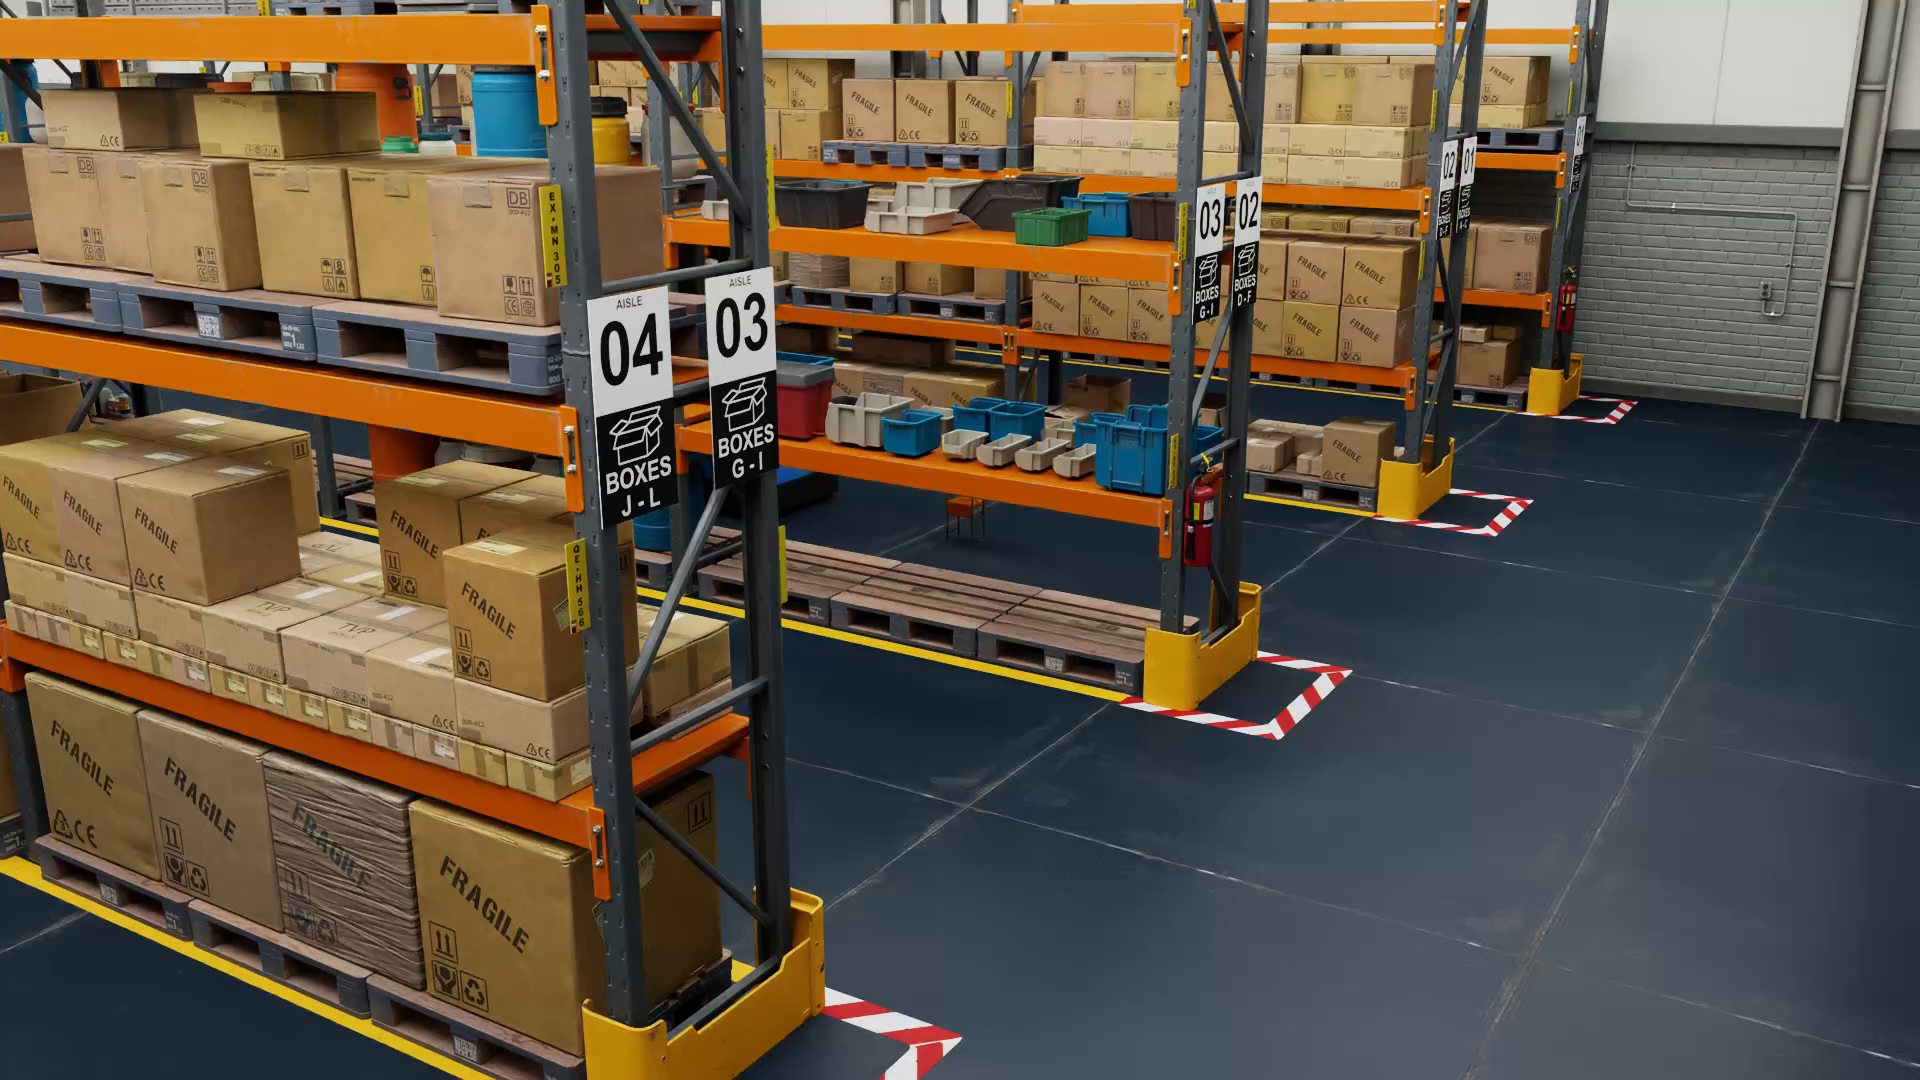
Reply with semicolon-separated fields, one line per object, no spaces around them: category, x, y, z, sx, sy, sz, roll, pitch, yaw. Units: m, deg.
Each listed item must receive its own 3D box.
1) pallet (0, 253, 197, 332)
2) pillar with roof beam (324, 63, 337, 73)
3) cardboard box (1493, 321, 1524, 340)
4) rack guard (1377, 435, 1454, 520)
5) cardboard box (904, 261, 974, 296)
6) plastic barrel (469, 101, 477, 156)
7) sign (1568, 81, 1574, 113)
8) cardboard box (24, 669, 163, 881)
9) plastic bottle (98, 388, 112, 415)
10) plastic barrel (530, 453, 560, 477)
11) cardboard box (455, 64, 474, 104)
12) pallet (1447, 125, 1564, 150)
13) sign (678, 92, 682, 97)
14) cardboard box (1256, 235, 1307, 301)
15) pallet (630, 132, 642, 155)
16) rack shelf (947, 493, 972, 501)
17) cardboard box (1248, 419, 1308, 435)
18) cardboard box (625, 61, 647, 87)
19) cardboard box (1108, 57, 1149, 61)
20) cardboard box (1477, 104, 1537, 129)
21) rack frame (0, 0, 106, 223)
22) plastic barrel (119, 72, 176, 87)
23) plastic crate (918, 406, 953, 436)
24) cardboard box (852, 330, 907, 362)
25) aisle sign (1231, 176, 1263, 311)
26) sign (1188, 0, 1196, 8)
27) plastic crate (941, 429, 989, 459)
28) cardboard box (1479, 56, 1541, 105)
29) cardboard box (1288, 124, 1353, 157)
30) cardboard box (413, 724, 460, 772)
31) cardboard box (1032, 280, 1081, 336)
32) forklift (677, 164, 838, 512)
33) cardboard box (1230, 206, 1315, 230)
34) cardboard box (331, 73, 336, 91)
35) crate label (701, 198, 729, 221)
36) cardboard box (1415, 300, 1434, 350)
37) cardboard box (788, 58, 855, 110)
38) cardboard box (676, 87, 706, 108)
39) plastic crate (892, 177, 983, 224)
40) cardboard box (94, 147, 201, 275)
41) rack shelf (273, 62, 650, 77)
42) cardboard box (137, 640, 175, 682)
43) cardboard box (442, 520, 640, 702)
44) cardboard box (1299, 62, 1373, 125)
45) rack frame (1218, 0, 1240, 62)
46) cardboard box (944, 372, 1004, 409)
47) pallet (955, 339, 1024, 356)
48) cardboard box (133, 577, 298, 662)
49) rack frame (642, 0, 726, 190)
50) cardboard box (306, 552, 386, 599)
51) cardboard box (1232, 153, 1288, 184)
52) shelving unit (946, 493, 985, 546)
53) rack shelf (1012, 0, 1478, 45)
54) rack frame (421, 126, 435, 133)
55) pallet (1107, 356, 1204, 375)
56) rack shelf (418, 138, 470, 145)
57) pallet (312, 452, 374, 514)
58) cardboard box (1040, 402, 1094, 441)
pallet;-3.749;-1.178;7.590;1.213;0.211;1.003;10;20;30
pillar with roof beam;-13.206;-8.243;25.534;0.400;9.000;9.100;10;20;30
cardboard box;6.307;-2.412;19.122;0.250;0.149;0.380;10;20;30
rack guard;4.091;-0.572;14.905;0.348;0.500;1.175;10;20;30
cardboard box;-0.159;-2.830;17.143;0.500;0.500;0.700;14;22;39
plastic barrel;-3.668;-3.216;13.191;0.433;0.535;0.433;0;17;0
sign;6.449;-4.673;17.556;0.005;0.325;0.100;10;20;30
cardboard box;-3.920;1.024;8.284;0.875;0.875;0.875;10;20;30
plastic bottle;-8.998;-1.463;17.464;0.135;0.276;0.152;11;20;32
plastic barrel;-3.341;-0.452;13.767;0.421;0.512;0.421;0;17;0
cardboard box;-5.565;-5.402;19.587;0.500;0.500;0.500;10;20;31
pallet;6.107;-4.487;18.484;1.213;0.211;1.003;10;20;30
sign;-2.959;-4.558;17.539;0.005;0.325;0.100;10;20;30
cardboard box;2.757;-2.437;14.851;0.500;0.500;0.500;11;20;32
pallet;-3.287;-4.400;18.368;1.003;0.211;1.213;11;20;33
rack shelf;0.046;-0.484;13.705;0.240;0.259;0.215;10;20;30
cardboard box;2.988;-0.957;15.844;0.500;0.250;0.500;10;20;30
cardboard box;-4.525;-6.871;24.252;0.500;0.500;0.500;11;20;33
cardboard box;2.177;-5.892;20.736;0.500;0.250;0.500;9;19;28
cardboard box;5.982;-4.642;18.205;0.500;0.250;0.500;11;20;32
rack frame;-4.441;-2.783;7.560;0.127;3.000;1.000;10;20;30
plastic barrel;-7.561;-3.908;15.562;0.600;0.901;0.600;0;17;0
plastic crate;-0.207;-0.851;11.873;0.466;0.136;0.293;10;20;30
cardboard box;-0.818;-2.101;17.890;0.500;0.250;0.500;10;19;29
aisle sign;1.777;-1.837;10.295;0.004;0.787;0.394;10;20;30
sign;1.286;-3.108;9.185;0.005;0.325;0.100;10;20;30
plastic crate;0.019;-0.637;11.167;0.250;0.136;0.298;10;20;30
cardboard box;5.978;-4.999;18.090;0.500;0.500;0.500;10;20;30
cardboard box;3.158;-3.450;14.316;0.500;0.250;0.500;10;20;30
cardboard box;-1.945;0.766;6.631;0.250;0.149;0.380;10;20;30
cardboard box;1.039;-2.268;16.015;0.500;0.500;0.500;11;20;31
forklift;-2.622;-1.913;15.135;3.031;2.935;1.130;11;20;32
cardboard box;3.790;-3.650;20.219;0.700;0.700;0.980;10;20;31
cardboard box;-7.407;-5.616;20.908;0.637;0.503;0.797;13;21;36
crate label;-1.583;-2.302;11.592;0.466;0.136;0.293;10;20;30
cardboard box;3.915;-1.937;14.926;0.500;0.500;0.500;11;20;31
cardboard box;-1.424;-4.712;17.180;0.500;0.500;0.500;10;20;30
cardboard box;-4.043;-6.318;24.153;0.500;0.500;0.500;11;20;32
plastic crate;-0.167;-2.323;11.410;0.530;0.282;0.437;10;20;30
cardboard box;-3.286;-1.457;7.290;0.500;0.500;0.700;11;20;33
rack shelf;-3.553;-3.778;12.762;4.000;0.370;1.077;10;20;30
cardboard box;-3.471;0.494;7.528;0.250;0.149;0.380;10;19;29
cardboard box;-1.585;0.258;6.328;0.500;0.500;0.500;10;20;31
cardboard box;3.327;-3.889;14.471;0.500;0.500;0.700;10;20;30
rack frame;3.336;-6.463;19.676;0.127;3.000;1.000;10;20;30
cardboard box;0.176;-1.384;16.820;0.500;0.500;0.500;10;20;30
pallet;0.560;-2.728;22.500;1.213;0.211;1.003;10;20;30
cardboard box;-3.312;0.308;7.453;0.500;0.250;0.500;11;20;31
rack frame;-1.849;-4.009;11.598;0.127;3.000;1.000;10;20;30
cardboard box;-2.620;0.253;7.634;0.500;0.250;0.500;10;19;29
cardboard box;2.726;-3.285;14.631;0.500;0.250;0.500;10;20;30
shelving unit;0.046;-0.494;13.702;0.252;1.050;0.215;10;20;30
rack shelf;2.451;-4.586;14.738;4.000;0.370;1.077;10;20;30
rack frame;-6.070;-3.582;20.513;0.127;3.000;1.000;10;20;30
pallet;2.639;-2.357;21.278;1.213;0.211;1.003;10;20;30
rack shelf;-7.774;-4.977;21.183;4.000;0.370;1.077;10;20;30
pallet;-5.897;-0.541;15.298;1.213;0.211;1.003;10;20;30
cardboard box;0.991;-1.172;16.447;0.500;0.311;0.500;10;20;30
